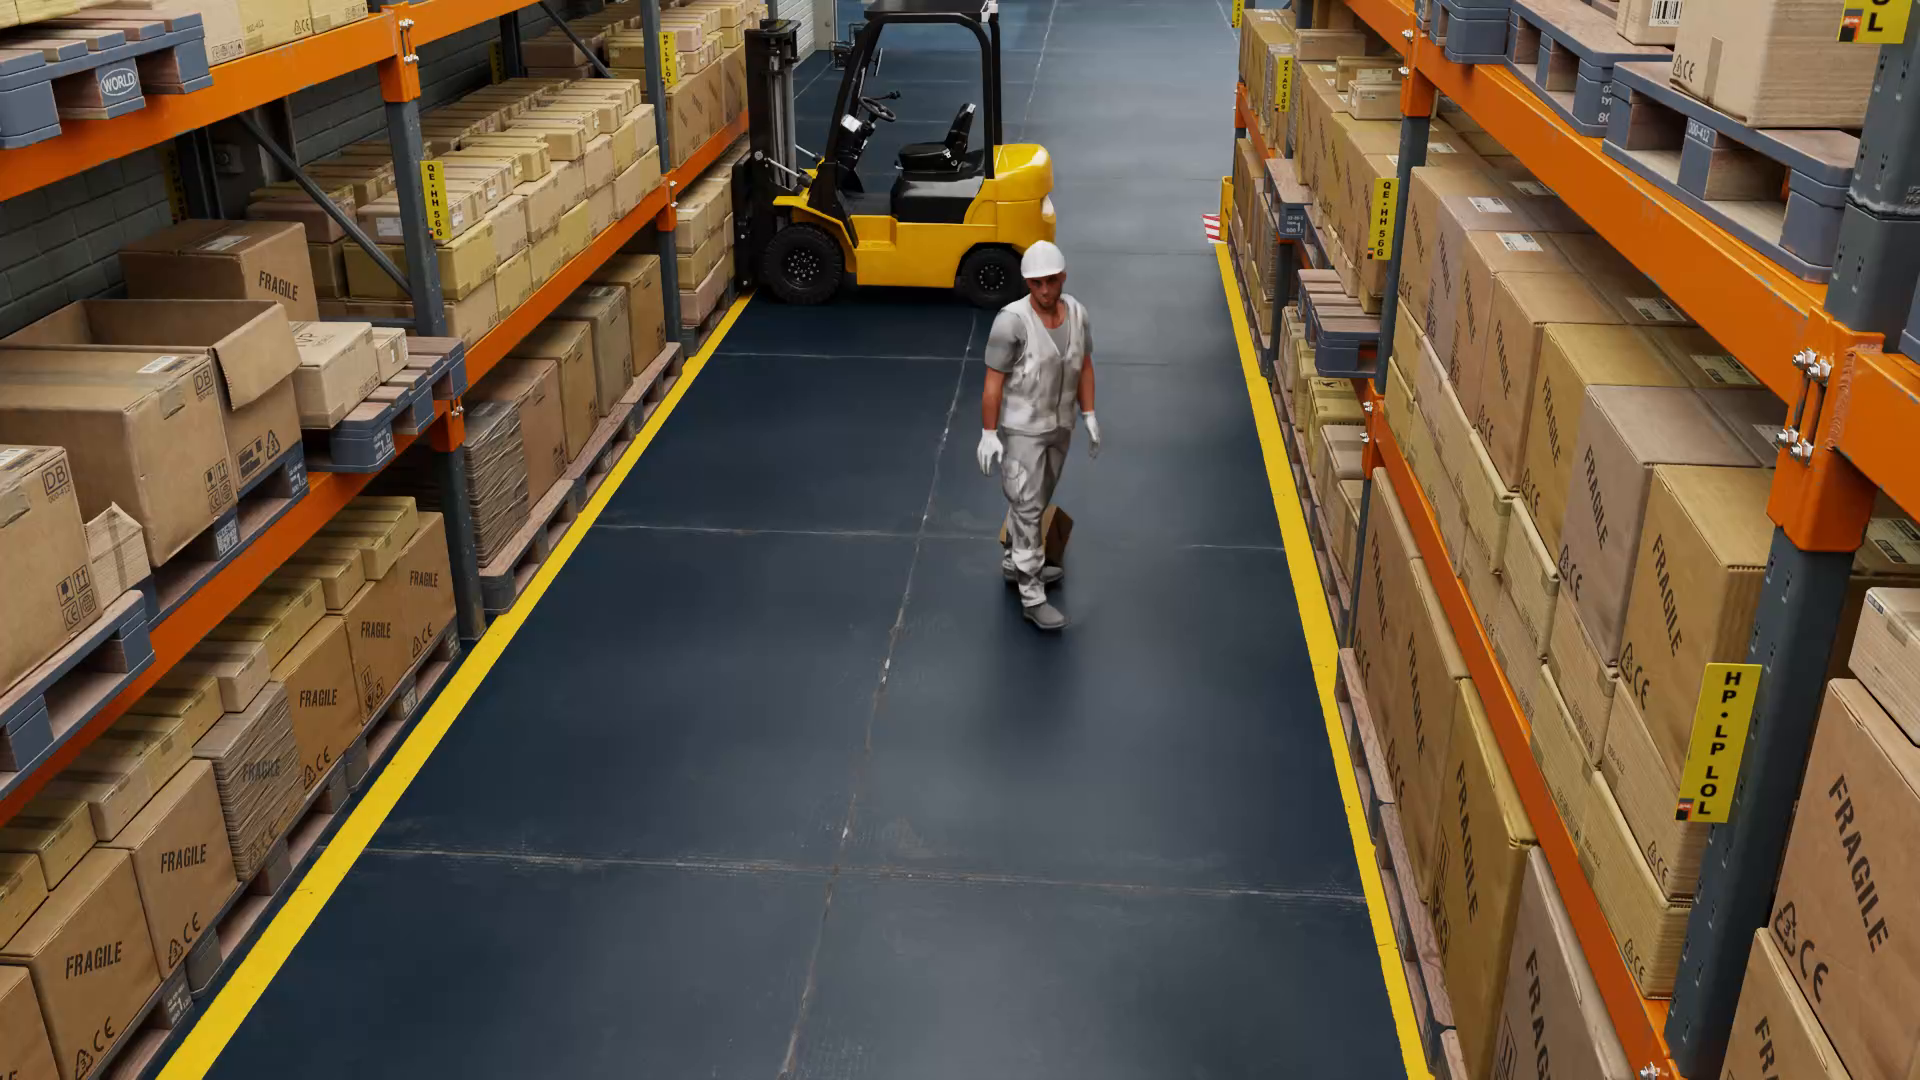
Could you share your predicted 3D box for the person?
[{"bbox_3d":[0.366,-0.495,7.631,0.615,1.783,0.654,-20,31,-37],"label":"person"}]
